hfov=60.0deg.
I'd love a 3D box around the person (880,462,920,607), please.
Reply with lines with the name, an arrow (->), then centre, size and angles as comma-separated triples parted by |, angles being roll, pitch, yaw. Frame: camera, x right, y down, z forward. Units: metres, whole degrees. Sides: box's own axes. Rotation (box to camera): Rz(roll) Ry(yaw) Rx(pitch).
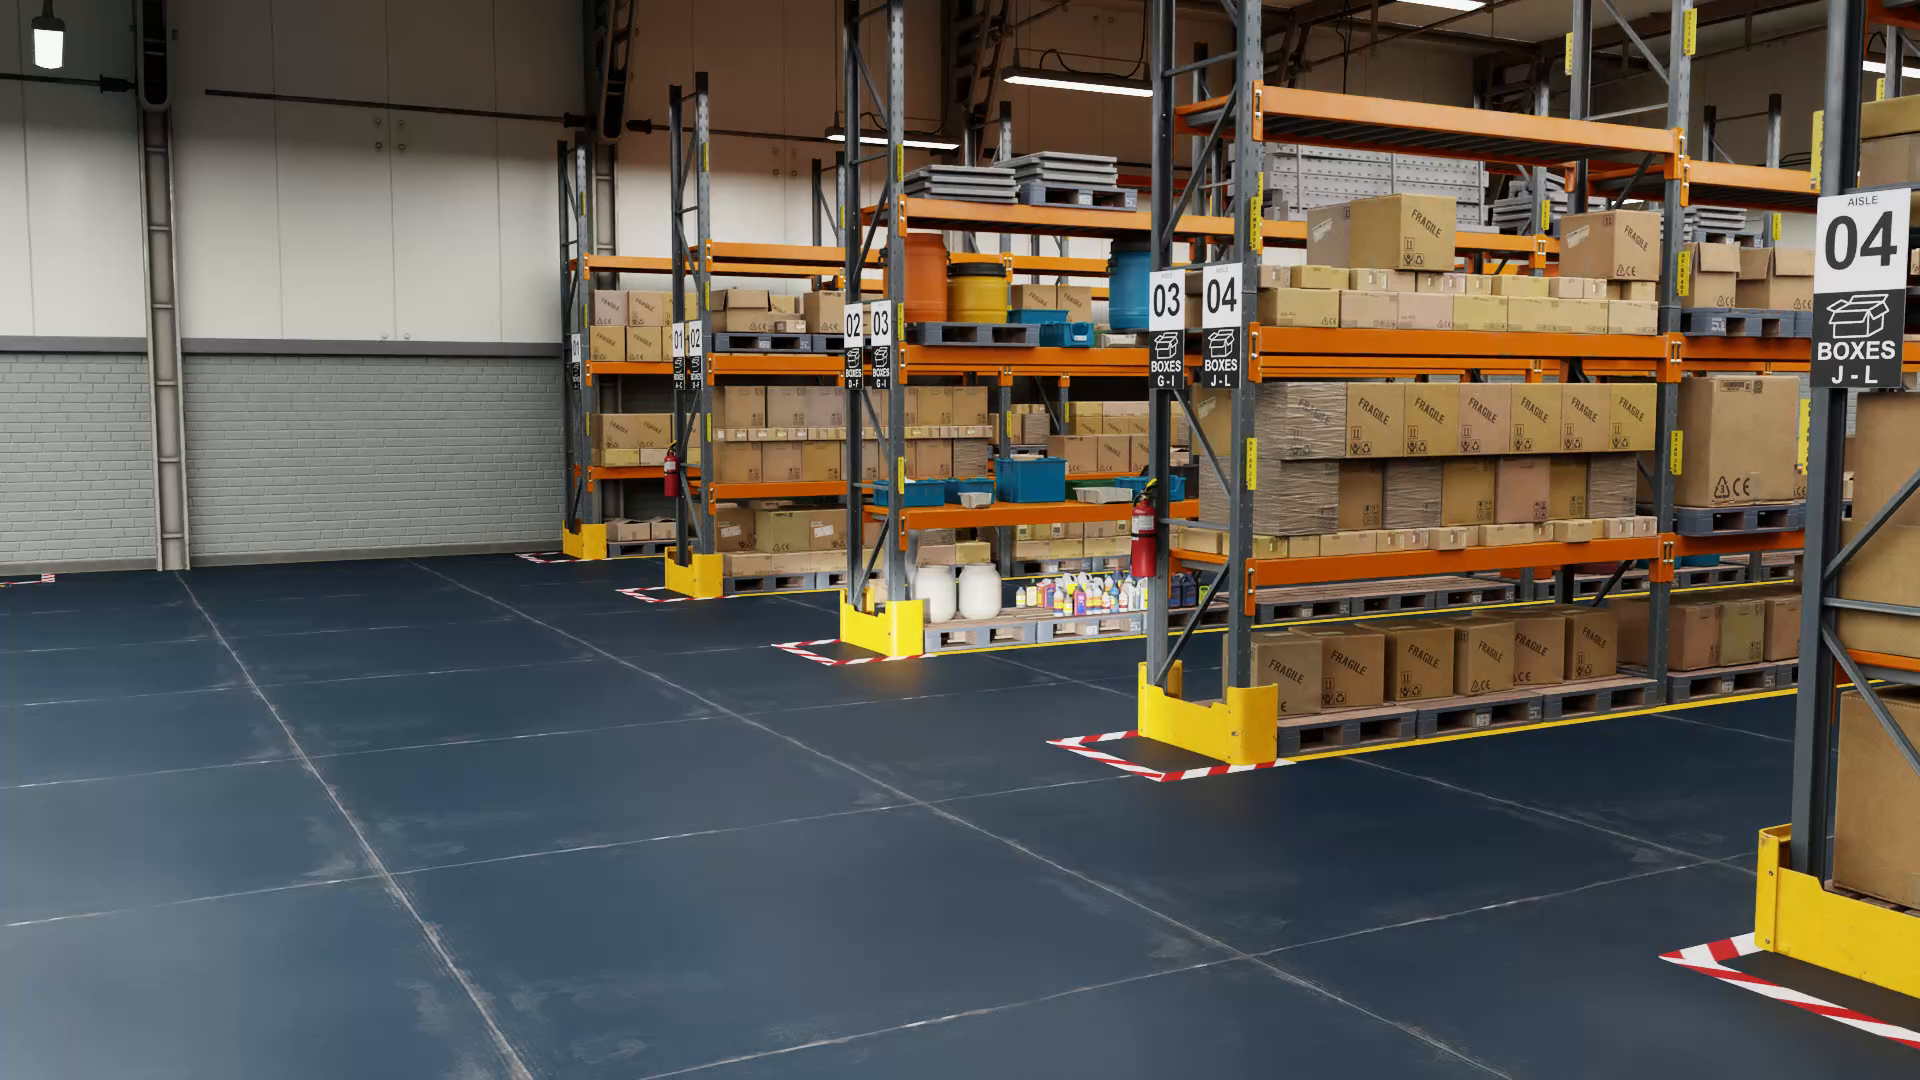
person -> -0.682, -0.060, 18.466 | 0.457, 1.624, 0.442 | -3, 6, -27
